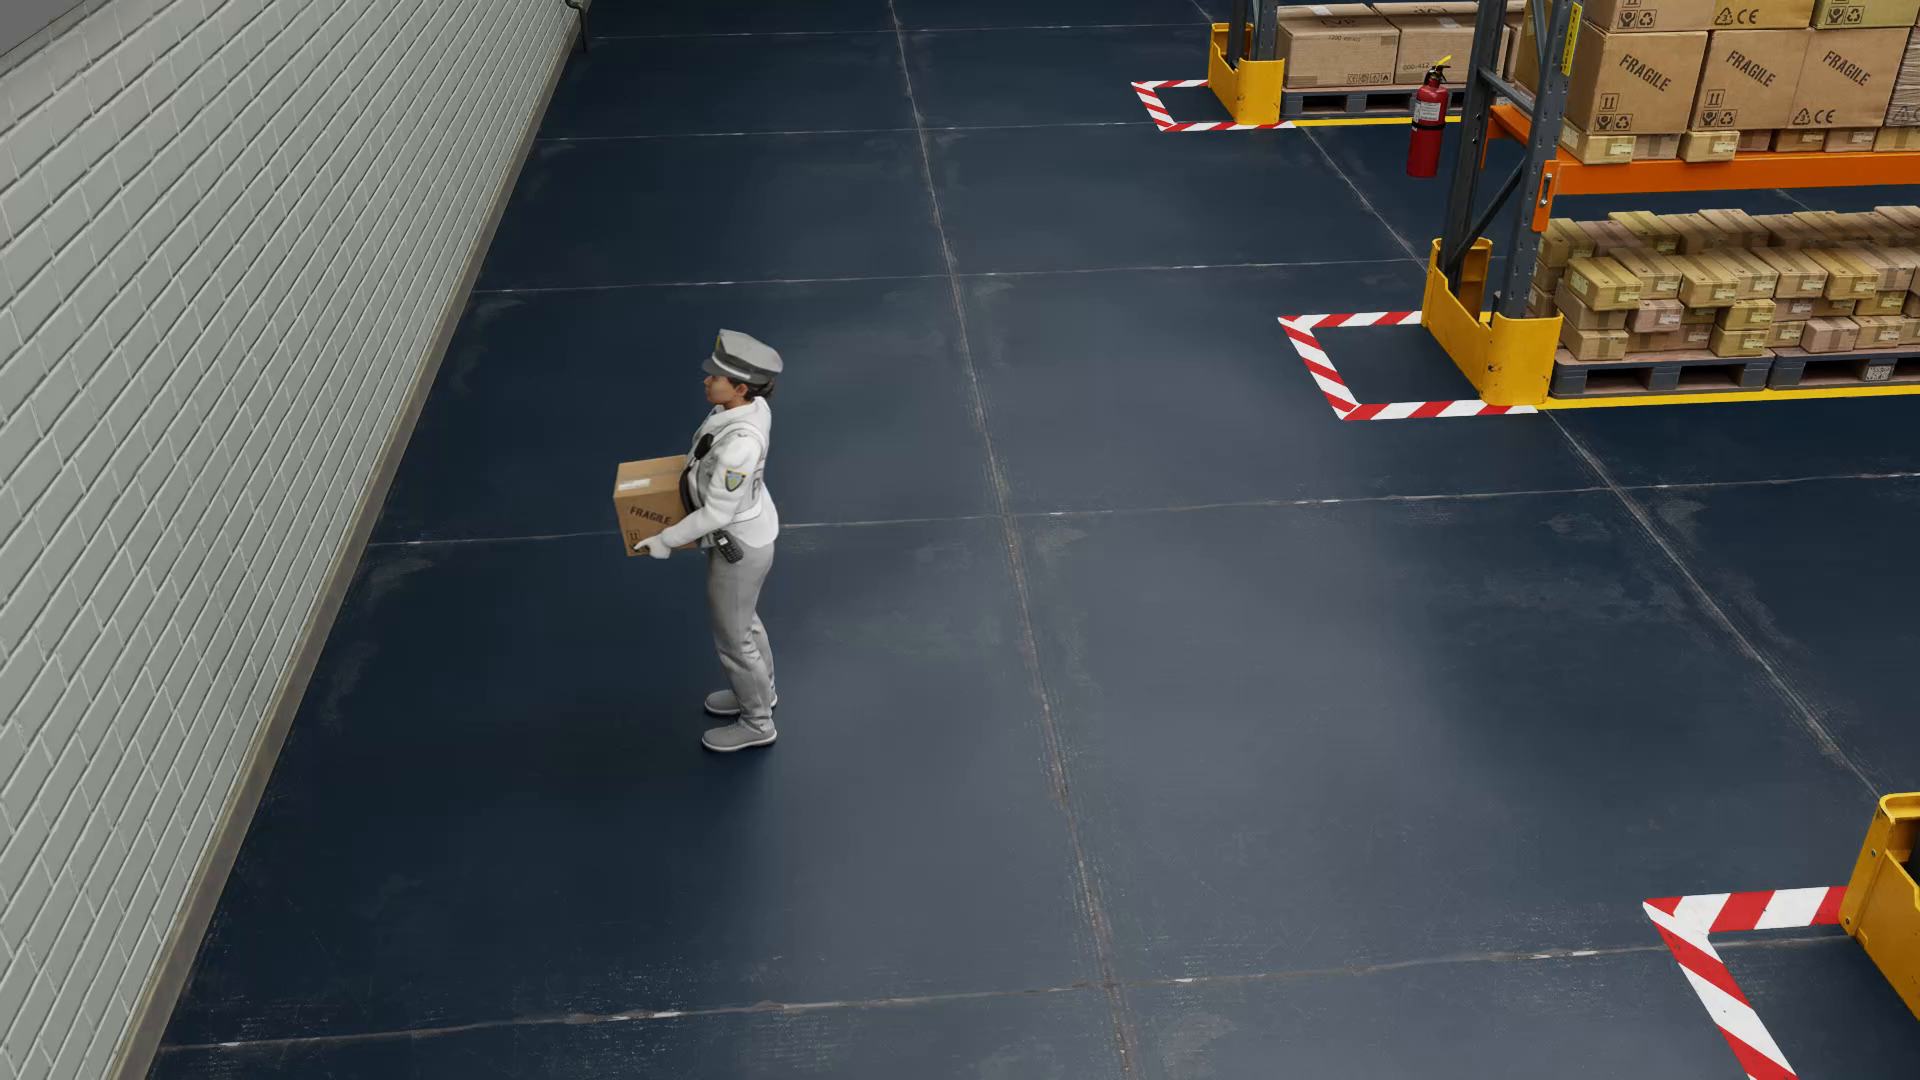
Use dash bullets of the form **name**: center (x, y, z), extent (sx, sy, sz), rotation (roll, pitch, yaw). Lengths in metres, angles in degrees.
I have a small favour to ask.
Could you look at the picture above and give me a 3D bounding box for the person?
- **person**: center (-0.892, 0.010, 6.092), extent (0.563, 1.686, 0.461), rotation (-3, 31, -4)
